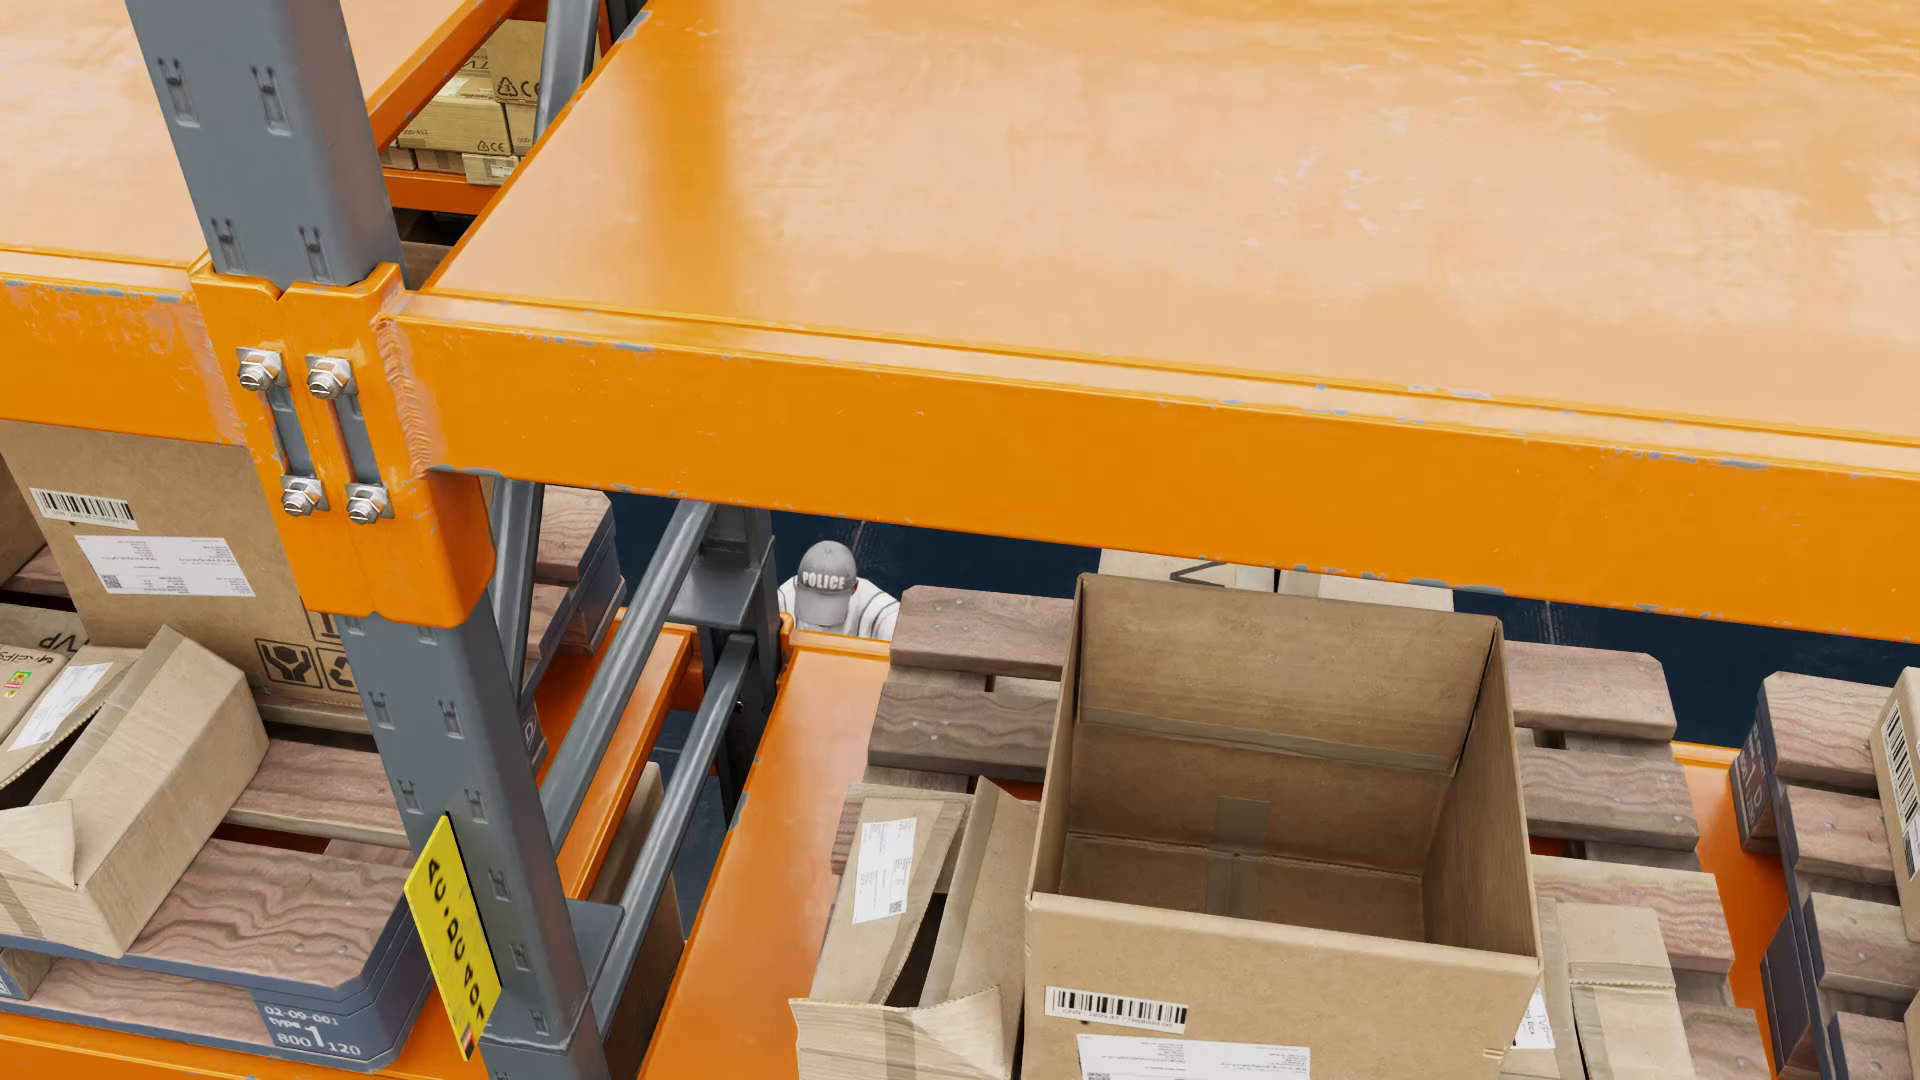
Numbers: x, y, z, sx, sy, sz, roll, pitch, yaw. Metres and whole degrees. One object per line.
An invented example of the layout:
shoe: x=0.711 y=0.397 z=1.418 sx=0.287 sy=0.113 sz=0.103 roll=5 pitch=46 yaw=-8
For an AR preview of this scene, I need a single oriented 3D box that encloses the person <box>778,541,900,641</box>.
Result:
person: x=-0.406 y=0.618 z=5.436 sx=0.537 sy=1.665 sz=0.469 roll=7 pitch=41 yaw=8
